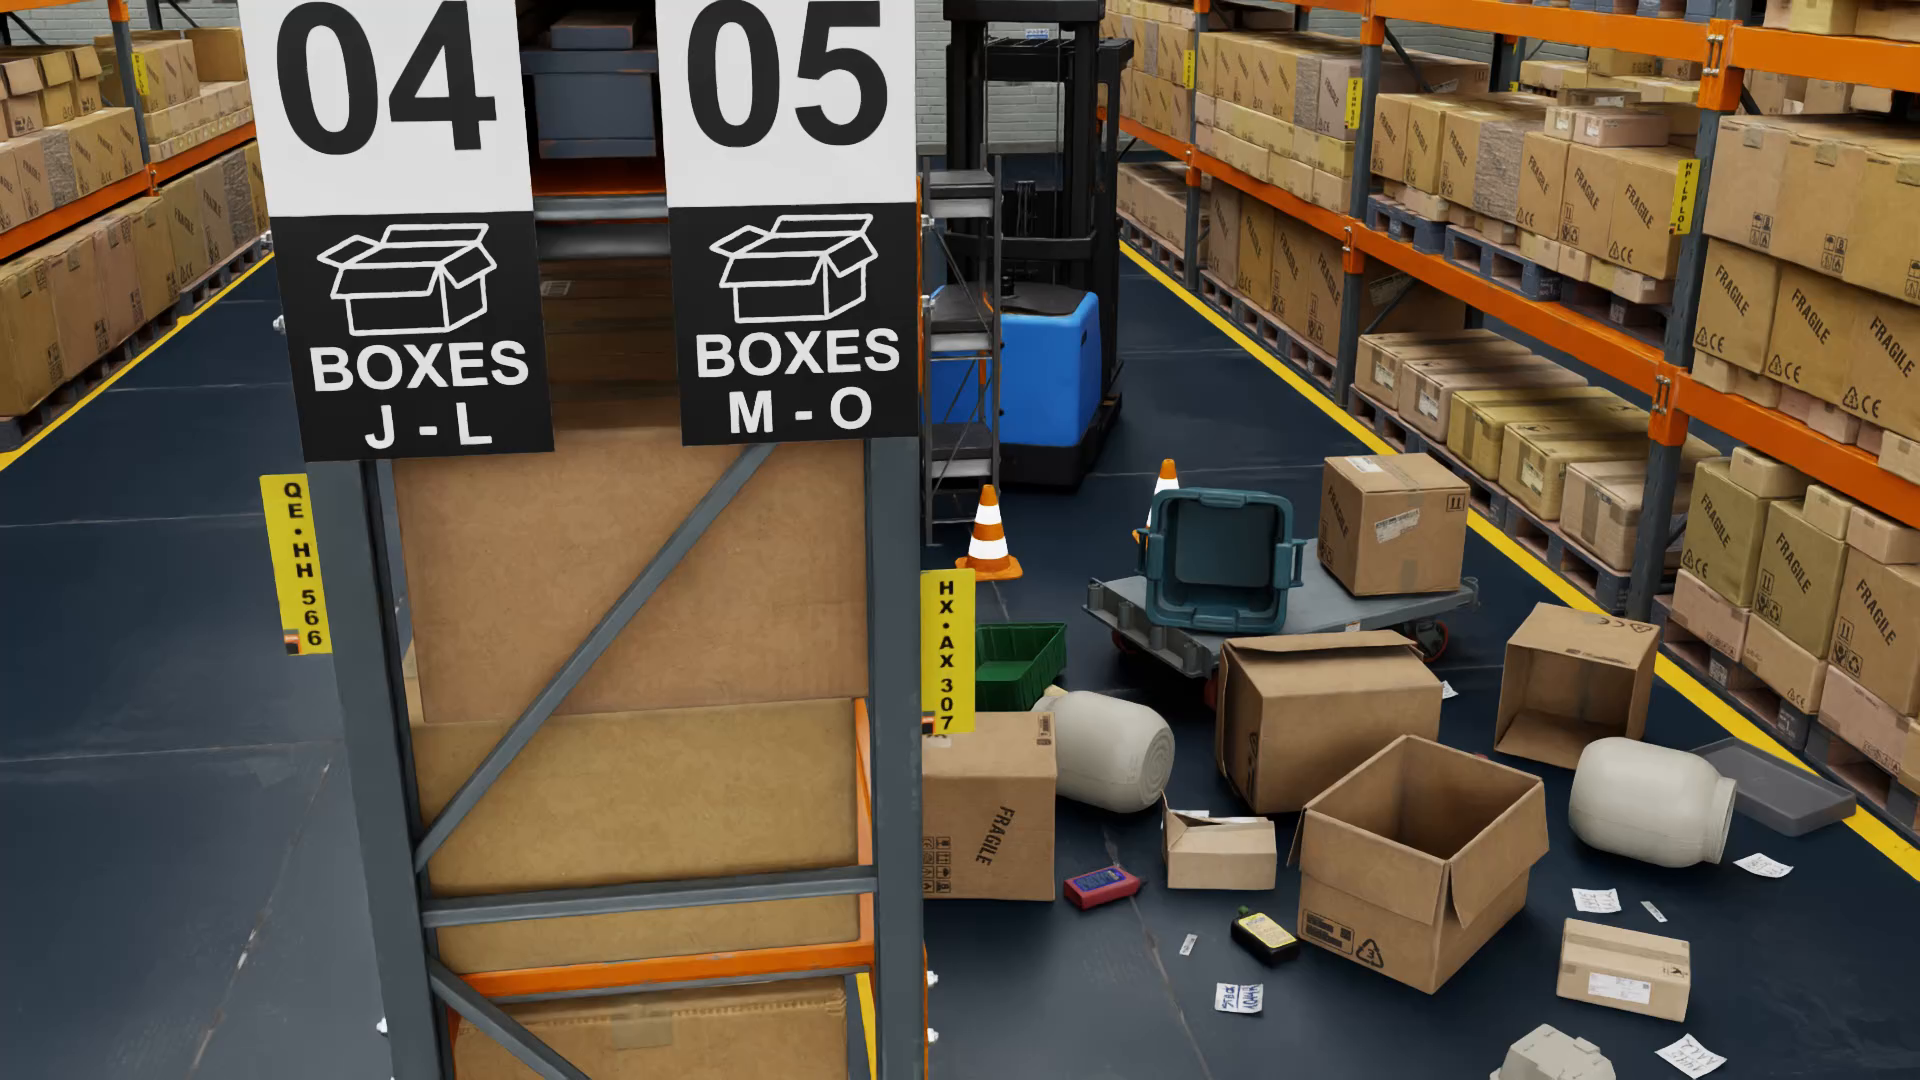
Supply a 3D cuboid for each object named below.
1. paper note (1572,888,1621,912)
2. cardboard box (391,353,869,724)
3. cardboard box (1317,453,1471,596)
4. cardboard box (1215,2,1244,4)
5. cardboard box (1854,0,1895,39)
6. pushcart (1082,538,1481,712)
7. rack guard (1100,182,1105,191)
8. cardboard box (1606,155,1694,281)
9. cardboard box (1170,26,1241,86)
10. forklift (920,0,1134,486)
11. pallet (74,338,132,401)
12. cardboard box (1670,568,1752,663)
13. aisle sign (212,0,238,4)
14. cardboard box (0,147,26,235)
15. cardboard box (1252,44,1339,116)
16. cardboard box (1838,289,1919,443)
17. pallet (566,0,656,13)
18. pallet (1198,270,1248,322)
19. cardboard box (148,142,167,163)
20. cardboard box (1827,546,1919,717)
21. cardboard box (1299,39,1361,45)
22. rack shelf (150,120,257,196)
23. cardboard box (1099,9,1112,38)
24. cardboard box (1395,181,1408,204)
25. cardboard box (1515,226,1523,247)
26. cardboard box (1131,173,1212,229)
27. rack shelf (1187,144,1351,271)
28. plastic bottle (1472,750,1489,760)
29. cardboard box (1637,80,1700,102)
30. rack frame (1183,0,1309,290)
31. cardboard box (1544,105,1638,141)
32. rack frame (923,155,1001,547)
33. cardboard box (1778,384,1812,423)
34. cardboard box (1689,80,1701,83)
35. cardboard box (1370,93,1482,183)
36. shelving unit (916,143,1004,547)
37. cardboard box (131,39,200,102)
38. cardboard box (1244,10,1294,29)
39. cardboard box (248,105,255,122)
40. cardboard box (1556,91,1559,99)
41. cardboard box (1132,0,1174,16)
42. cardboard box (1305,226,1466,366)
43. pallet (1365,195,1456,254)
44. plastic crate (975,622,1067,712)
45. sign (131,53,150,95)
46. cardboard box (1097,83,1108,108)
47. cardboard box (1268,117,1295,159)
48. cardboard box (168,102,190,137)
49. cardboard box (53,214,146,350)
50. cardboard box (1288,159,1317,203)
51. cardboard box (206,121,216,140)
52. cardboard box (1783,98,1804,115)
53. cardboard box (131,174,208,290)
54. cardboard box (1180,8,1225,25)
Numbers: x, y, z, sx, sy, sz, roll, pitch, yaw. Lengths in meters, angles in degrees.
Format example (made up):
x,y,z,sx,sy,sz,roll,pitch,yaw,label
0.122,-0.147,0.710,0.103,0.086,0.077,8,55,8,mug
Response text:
x,y,z,sx,sy,sz,roll,pitch,yaw,label
2.231,1.257,5.822,0.148,0.019,0.142,4,21,11,paper note
-0.588,-0.032,3.258,0.875,0.550,0.550,-3,21,-8,cardboard box
1.978,-0.079,7.631,0.500,0.500,0.500,-3,21,-8,cardboard box
2.592,-5.235,16.446,0.380,0.149,0.250,-3,21,-8,cardboard box
3.664,-1.989,6.326,0.380,0.149,0.250,-3,21,-8,cardboard box
1.486,0.365,7.698,1.648,0.377,0.936,-11,23,-26,pushcart
2.001,-3.987,19.178,1.175,0.500,0.348,-3,21,-8,rack guard
3.441,-1.527,7.848,0.500,0.500,0.500,-3,21,-9,cardboard box
2.240,-4.430,15.218,0.500,0.500,0.500,-3,21,-8,cardboard box
0.508,-2.178,10.858,1.130,2.935,3.031,4,21,12,forklift
-6.860,-1.272,12.321,1.003,0.211,1.213,-3,21,-8,pallet
3.553,0.314,7.418,0.500,0.250,0.500,-4,21,-10,cardboard box
-7.515,-5.908,17.032,0.394,0.787,0.004,-3,21,-8,aisle sign
-6.526,-2.288,10.911,0.500,0.500,0.500,-3,21,-9,cardboard box
2.612,-3.586,12.959,0.500,0.500,0.500,-3,21,-9,cardboard box
3.677,-0.668,6.149,0.500,0.500,0.500,-3,21,-8,cardboard box
-0.869,-1.369,4.434,1.003,0.211,1.213,-3,21,-8,pallet
2.767,-2.195,14.793,1.003,0.211,1.213,-3,21,-8,pallet
-6.938,-3.267,14.035,0.380,0.149,0.250,-3,21,-8,cardboard box
3.714,0.327,6.311,0.500,0.500,0.500,-2,21,-5,cardboard box
3.030,-3.783,13.486,0.500,0.500,0.500,-2,21,-6,cardboard box
-7.513,-3.621,15.652,1.077,0.370,4.000,-3,21,-8,rack shelf
1.792,-5.485,18.042,0.500,0.500,0.500,-3,21,-9,cardboard box
3.028,-2.238,10.679,0.380,0.149,0.250,-4,21,-11,cardboard box
3.318,-1.689,9.210,0.380,0.149,0.250,-4,21,-10,cardboard box
2.339,-3.607,17.647,0.875,0.438,0.875,-2,21,-6,cardboard box
2.870,-2.736,13.282,1.077,0.370,4.000,-3,21,-8,rack shelf
2.065,0.923,6.658,0.133,0.061,0.283,1,20,2,plastic bottle
7.091,-4.423,16.559,0.500,0.250,0.500,-3,21,-8,cardboard box
2.582,-3.765,15.010,1.000,3.000,0.127,-3,21,-8,rack frame
3.270,-2.162,8.623,0.380,0.149,0.250,-4,21,-10,cardboard box
0.011,-0.956,8.776,0.400,2.100,0.015,-3,21,-8,rack frame
3.619,-0.577,6.833,0.380,0.149,0.250,-3,21,-8,cardboard box
7.609,-4.444,16.617,0.500,0.250,0.500,-3,21,-8,cardboard box
2.994,-2.596,10.710,0.500,0.500,0.500,-4,21,-9,cardboard box
-0.024,-1.041,9.002,0.431,2.100,0.503,-3,21,-8,shelving unit
-7.184,-4.215,14.932,0.500,0.500,0.500,-4,21,-9,cardboard box
2.793,-4.707,15.032,0.380,0.149,0.250,-3,21,-9,cardboard box
-7.385,-4.336,16.897,0.380,0.149,0.250,-3,21,-7,cardboard box
6.823,-4.891,18.383,0.380,0.149,0.250,-2,21,-6,cardboard box
1.955,-5.382,16.841,0.380,0.149,0.250,-3,21,-7,cardboard box
3.141,-1.825,12.252,0.875,0.875,0.875,-3,21,-8,cardboard box
3.366,-2.049,10.689,1.213,0.211,1.003,-3,21,-8,pallet
0.172,0.574,7.329,0.450,0.188,0.662,-2,18,24,plastic crate
-6.689,-3.801,13.565,0.100,0.325,0.005,-3,21,-8,sign
1.790,-5.016,18.217,0.500,0.500,0.500,-3,21,-8,cardboard box
2.665,-3.053,12.602,0.500,0.250,0.500,-3,21,-9,cardboard box
-7.100,-3.683,14.578,0.500,0.250,0.500,-3,21,-8,cardboard box
-6.983,-1.937,12.551,1.225,0.875,0.875,-4,21,-10,cardboard box
2.739,-2.648,12.233,0.500,0.250,0.500,-3,21,-7,cardboard box
-7.165,-3.806,15.480,0.380,0.149,0.250,-4,21,-9,cardboard box
7.313,-3.650,14.294,0.396,0.266,0.258,-2,21,-5,cardboard box
-7.241,-2.699,14.593,0.875,0.875,0.875,-3,21,-8,cardboard box
2.265,-4.858,15.438,0.380,0.149,0.250,-3,21,-8,cardboard box
